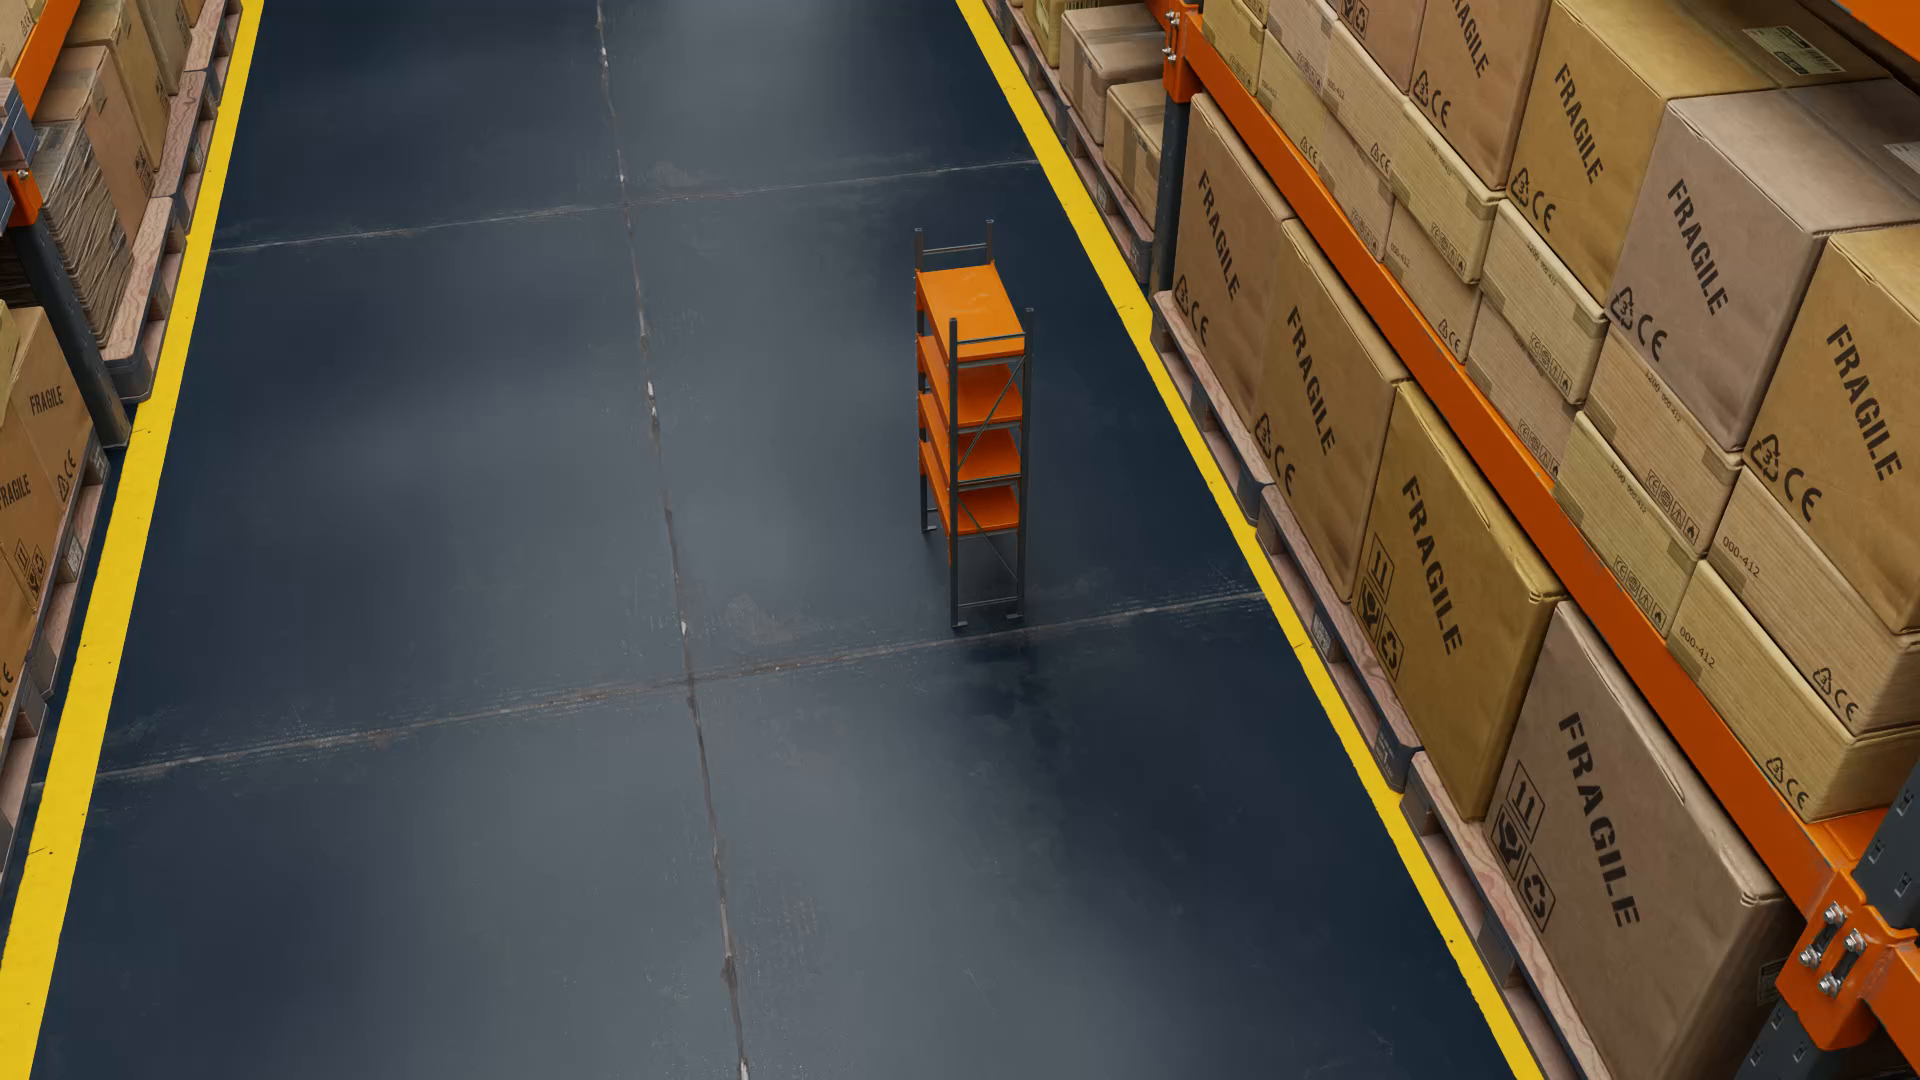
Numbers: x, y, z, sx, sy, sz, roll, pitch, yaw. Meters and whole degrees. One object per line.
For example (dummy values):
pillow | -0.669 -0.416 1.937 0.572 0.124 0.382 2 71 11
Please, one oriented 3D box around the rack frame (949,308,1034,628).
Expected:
rack frame | 0.088 -0.183 5.053 0.240 1.200 0.015 -8 42 -9

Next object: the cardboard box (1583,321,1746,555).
cardboard box | 1.691 -0.253 3.512 0.500 0.250 0.500 -7 42 -8

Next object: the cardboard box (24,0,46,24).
cardboard box | -3.531 -2.021 5.880 0.500 0.250 0.500 -9 42 -10

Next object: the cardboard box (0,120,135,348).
cardboard box | -3.692 -1.103 6.205 0.875 0.625 0.625 -7 42 -8

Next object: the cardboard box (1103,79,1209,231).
cardboard box | 1.163 -1.683 7.050 0.950 0.372 0.625 -11 43 -12

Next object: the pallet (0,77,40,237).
pallet | -3.356 -0.926 4.678 1.213 0.211 1.003 -8 42 -9

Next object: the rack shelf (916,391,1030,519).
rack shelf | 0.036 -0.291 5.275 0.258 0.148 0.480 -8 42 -9

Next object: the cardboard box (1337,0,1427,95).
cardboard box | 1.356 -1.540 4.397 0.500 0.500 0.500 -7 42 -8

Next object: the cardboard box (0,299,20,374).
cardboard box | -3.216 -0.608 5.254 0.380 0.149 0.250 -10 43 -11

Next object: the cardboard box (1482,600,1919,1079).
cardboard box | 1.927 0.699 3.987 0.875 0.875 0.875 -7 42 -8

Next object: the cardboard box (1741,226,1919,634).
cardboard box | 1.797 -0.213 2.902 0.500 0.500 0.500 -7 42 -8

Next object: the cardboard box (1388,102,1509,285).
cardboard box | 1.446 -0.917 4.260 0.500 0.250 0.500 -8 42 -9

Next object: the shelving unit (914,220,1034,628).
shelving unit | 0.036 -0.341 5.231 0.258 1.200 0.503 -8 42 -9

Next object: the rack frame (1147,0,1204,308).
rack frame | 1.275 -2.141 5.902 1.000 3.000 0.127 -8 42 -9

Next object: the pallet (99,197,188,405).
pallet | -3.710 -0.924 6.632 1.003 0.211 1.213 -8 42 -9

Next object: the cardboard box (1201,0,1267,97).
cardboard box | 1.135 -1.732 5.554 0.500 0.250 0.500 -9 42 -10

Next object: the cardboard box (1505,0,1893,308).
cardboard box | 1.588 -0.879 3.652 0.500 0.500 0.500 -7 42 -8

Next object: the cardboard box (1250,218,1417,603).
cardboard box | 1.532 -0.465 5.299 0.875 0.875 0.875 -8 42 -9

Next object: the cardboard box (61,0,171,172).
cardboard box | -3.986 -1.961 7.172 0.875 0.625 0.625 -10 43 -11

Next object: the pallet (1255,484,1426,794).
pallet | 1.632 0.213 5.351 1.003 0.211 1.213 -8 42 -9

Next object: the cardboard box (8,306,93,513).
cardboard box | -3.269 -0.406 5.515 0.500 0.500 0.500 -7 42 -8

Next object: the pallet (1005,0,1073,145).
pallet | 0.848 -2.394 8.288 1.003 0.211 1.213 -8 42 -9

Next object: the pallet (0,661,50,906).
pallet | -3.186 0.894 4.584 1.003 0.211 1.213 -8 42 -9

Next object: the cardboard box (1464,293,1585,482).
cardboard box | 1.597 -0.407 4.062 0.500 0.250 0.500 -9 42 -10

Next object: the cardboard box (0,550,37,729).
cardboard box | -3.056 0.258 4.766 0.500 0.500 0.500 -7 42 -7

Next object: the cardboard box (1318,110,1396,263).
cardboard box | 1.371 -1.060 4.798 0.500 0.250 0.500 -7 42 -8

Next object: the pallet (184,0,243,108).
pallet | -4.237 -2.505 8.413 1.003 0.211 1.213 -8 42 -9

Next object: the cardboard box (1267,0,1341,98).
cardboard box | 1.254 -1.573 4.999 0.500 0.250 0.500 -7 42 -8

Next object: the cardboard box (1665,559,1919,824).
cardboard box | 1.796 0.253 3.318 0.500 0.250 0.500 -9 42 -10

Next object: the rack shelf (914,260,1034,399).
rack shelf | 0.036 -0.635 4.970 0.258 0.148 0.480 -8 42 -9

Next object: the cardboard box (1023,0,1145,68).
cardboard box | 0.838 -2.653 8.142 0.950 0.372 0.625 -7 42 -8

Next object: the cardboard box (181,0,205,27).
cardboard box | -4.310 -2.953 8.289 0.875 0.625 0.625 -7 42 -7

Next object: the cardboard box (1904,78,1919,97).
cardboard box | 2.188 -0.612 3.351 0.500 0.500 0.500 -9 42 -10

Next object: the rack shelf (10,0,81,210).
rack shelf | -4.002 -2.455 6.798 1.077 0.370 4.000 -8 42 -9

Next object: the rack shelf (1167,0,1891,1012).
rack shelf | 1.707 -0.576 4.681 1.077 0.370 4.000 -8 42 -9
